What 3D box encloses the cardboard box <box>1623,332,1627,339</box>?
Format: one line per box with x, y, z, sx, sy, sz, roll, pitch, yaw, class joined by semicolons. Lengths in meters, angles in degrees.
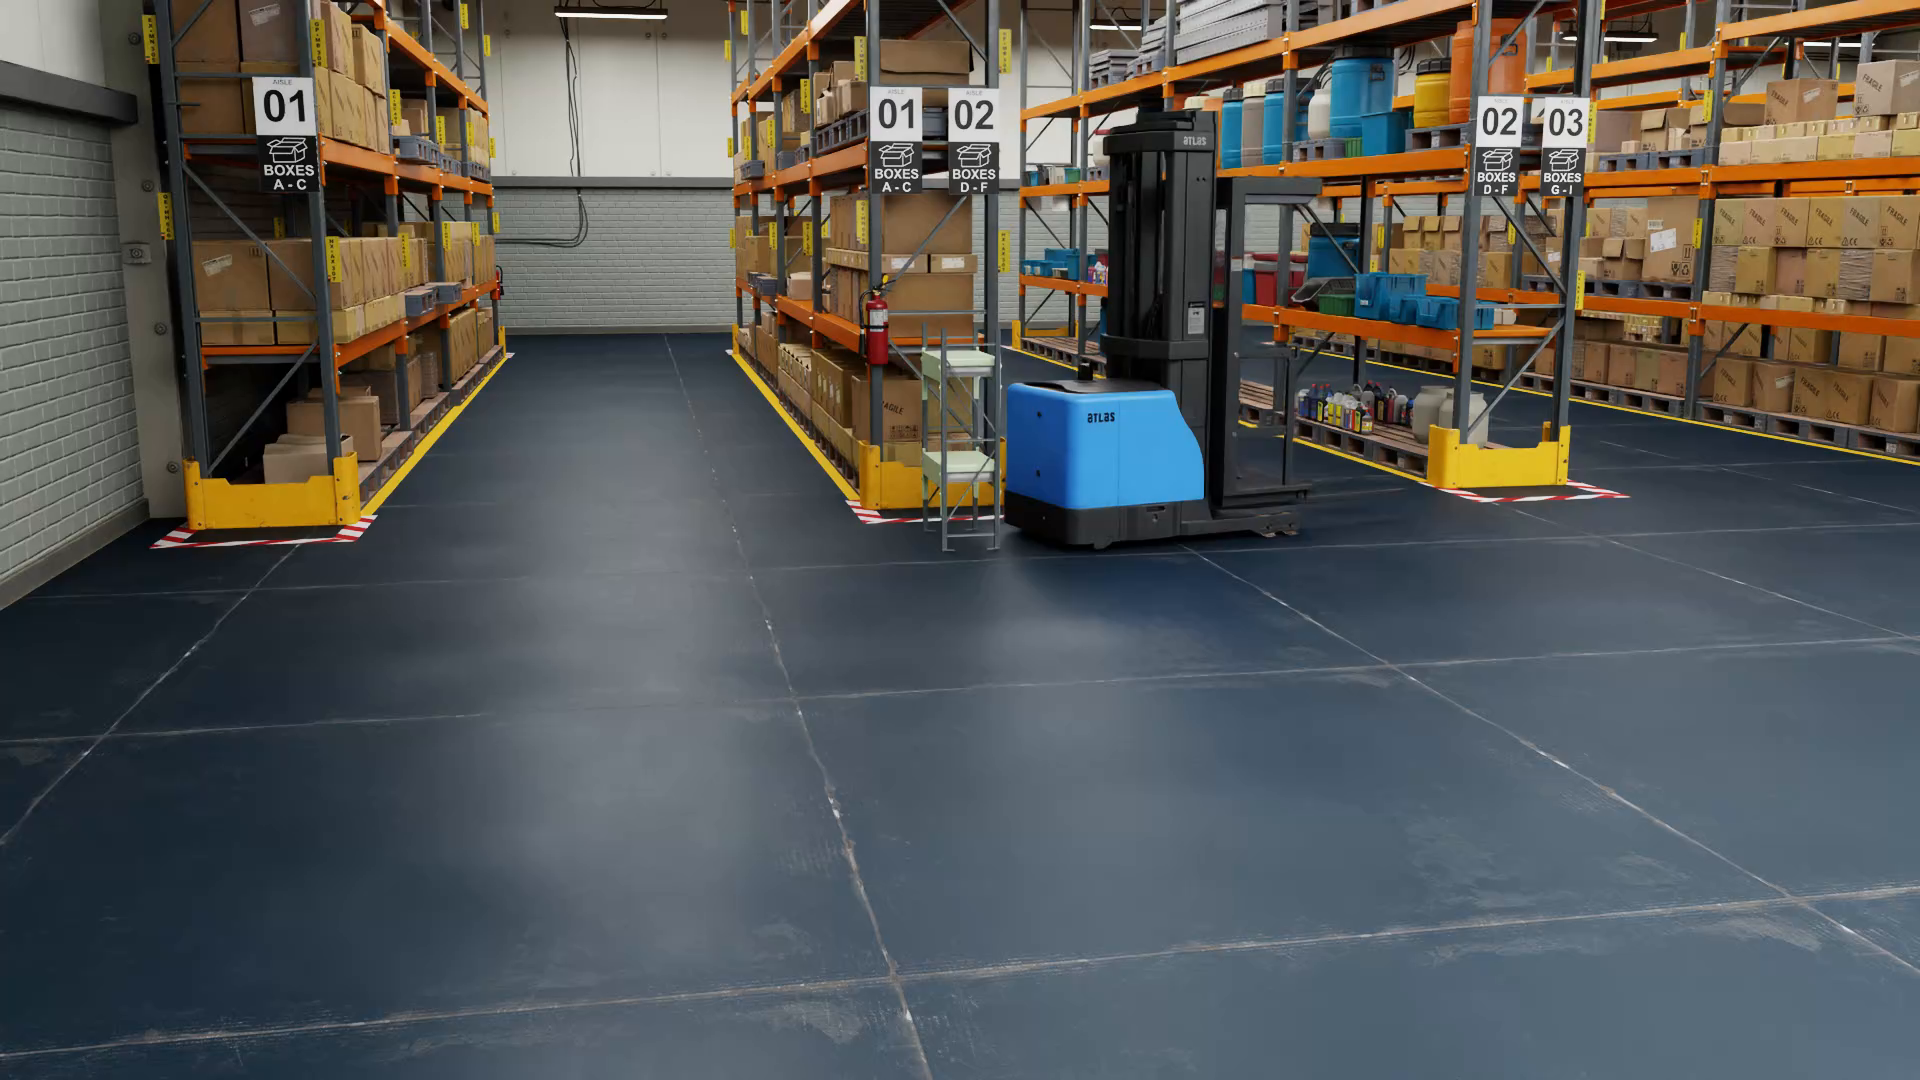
11.637;-3.502;28.575;0.380;0.149;0.250;-2;11;-12;cardboard box

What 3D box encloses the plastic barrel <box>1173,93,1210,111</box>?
2.990;-5.407;21.786;0.600;0.830;0.708;-2;11;-11;plastic barrel

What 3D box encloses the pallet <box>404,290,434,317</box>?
-5.848;-2.369;16.633;1.003;0.211;1.213;-2;11;-11;pallet

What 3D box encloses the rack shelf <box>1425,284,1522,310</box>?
7.567;-3.605;24.539;1.077;0.370;4.000;-2;11;-11;rack shelf

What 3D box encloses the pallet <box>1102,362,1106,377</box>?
2.670;-2.408;23.784;1.003;0.211;1.213;-2;11;-11;pallet

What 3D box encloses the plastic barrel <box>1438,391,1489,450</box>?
4.451;-1.046;14.703;0.421;0.512;0.421;0;11;0;plastic barrel

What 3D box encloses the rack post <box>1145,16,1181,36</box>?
2.850;-6.751;21.721;0.624;0.289;0.986;-2;11;-11;rack post

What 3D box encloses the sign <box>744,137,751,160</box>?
-3.070;-5.672;24.070;0.100;0.325;0.005;-2;11;-11;sign

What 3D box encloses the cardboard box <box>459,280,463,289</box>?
-6.885;-3.432;22.322;0.380;0.149;0.250;-2;11;-11;cardboard box

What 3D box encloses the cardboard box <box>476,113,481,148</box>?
-7.469;-6.134;24.885;0.500;0.500;0.500;-2;11;-11;cardboard box

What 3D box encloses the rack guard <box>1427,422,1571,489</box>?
4.593;-0.729;14.188;1.175;0.500;0.348;-2;11;-11;rack guard

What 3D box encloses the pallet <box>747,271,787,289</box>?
-2.491;-3.721;23.737;1.003;0.211;1.213;-2;11;-11;pallet

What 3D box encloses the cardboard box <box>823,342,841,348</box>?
-1.418;-2.276;20.363;0.500;0.311;0.500;-2;11;-10;cardboard box

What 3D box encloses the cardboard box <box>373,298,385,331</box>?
-5.152;-1.902;14.017;0.500;0.250;0.500;-2;11;-10;cardboard box

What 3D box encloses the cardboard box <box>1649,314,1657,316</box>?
12.033;-3.800;28.551;0.380;0.149;0.250;-2;11;-12;cardboard box

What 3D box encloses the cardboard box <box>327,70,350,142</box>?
-4.953;-3.287;12.599;0.500;0.500;0.500;-1;11;-7;cardboard box

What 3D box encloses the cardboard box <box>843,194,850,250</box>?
-0.695;-2.919;15.275;0.700;0.500;0.500;-2;11;-11;cardboard box

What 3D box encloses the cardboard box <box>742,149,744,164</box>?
-3.089;-5.874;25.578;0.500;0.250;0.500;-2;11;-11;cardboard box

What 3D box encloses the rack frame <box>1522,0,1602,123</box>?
7.956;-6.539;21.984;1.000;3.000;0.127;-2;11;-11;rack frame

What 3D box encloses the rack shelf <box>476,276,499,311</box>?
-7.787;-3.798;25.555;1.077;0.370;4.000;-2;11;-11;rack shelf

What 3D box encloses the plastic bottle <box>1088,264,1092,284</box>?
1.973;-4.005;25.029;0.061;0.283;0.133;-2;11;-11;plastic bottle

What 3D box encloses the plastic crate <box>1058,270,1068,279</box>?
1.839;-4.235;26.500;0.437;0.125;0.590;-2;11;-11;plastic crate

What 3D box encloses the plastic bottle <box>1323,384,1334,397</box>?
3.767;-1.435;17.121;0.144;0.351;0.185;-2;11;-11;plastic bottle

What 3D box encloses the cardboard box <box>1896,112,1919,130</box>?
8.984;-3.903;15.493;0.380;0.149;0.250;-2;11;-11;cardboard box

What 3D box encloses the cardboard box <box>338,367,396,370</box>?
-6.151;-1.533;17.238;0.700;0.500;0.500;-2;11;-12;cardboard box

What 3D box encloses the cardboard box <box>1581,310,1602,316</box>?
11.323;-4.020;29.704;0.380;0.149;0.250;-2;11;-9;cardboard box

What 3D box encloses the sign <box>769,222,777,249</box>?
-2.292;-3.741;20.442;0.100;0.325;0.005;-2;11;-11;sign

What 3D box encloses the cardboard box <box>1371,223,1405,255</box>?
6.827;-4.841;26.707;0.500;0.500;0.500;-2;11;-9;cardboard box

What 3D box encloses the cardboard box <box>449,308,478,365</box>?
-7.144;-2.821;23.120;0.750;0.750;0.750;-2;11;-10;cardboard box

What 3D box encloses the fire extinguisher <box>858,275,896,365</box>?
-0.638;-1.688;12.751;0.296;0.674;0.183;-2;11;-11;fire extinguisher

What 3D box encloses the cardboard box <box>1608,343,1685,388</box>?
8.452;-2.150;20.481;0.700;0.500;0.500;-3;11;-16;cardboard box

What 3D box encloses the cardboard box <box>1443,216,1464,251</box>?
7.569;-4.511;24.423;0.797;0.503;0.637;-2;11;-9;cardboard box

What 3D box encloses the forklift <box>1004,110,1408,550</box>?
1.874;-1.541;11.954;3.031;2.935;1.130;-5;12;-25;forklift

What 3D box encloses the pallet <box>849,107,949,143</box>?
-0.318;-3.326;13.361;1.003;0.211;1.213;-2;11;-11;pallet

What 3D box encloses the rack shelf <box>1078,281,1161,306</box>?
2.709;-3.425;23.593;1.077;0.370;4.000;-2;11;-11;rack shelf

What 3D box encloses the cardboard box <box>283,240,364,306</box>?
-4.948;-2.078;12.934;0.500;0.500;0.500;-2;11;-11;cardboard box

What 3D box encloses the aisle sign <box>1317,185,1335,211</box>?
6.681;-6.360;30.137;0.394;0.787;0.004;-2;11;-11;aisle sign

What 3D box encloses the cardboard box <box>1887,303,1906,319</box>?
9.074;-2.182;15.811;0.380;0.149;0.250;-2;11;-11;cardboard box

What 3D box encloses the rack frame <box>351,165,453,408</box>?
-6.620;-3.051;19.706;1.000;3.000;0.127;-2;11;-11;rack frame

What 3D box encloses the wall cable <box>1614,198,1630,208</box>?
15.001;-6.967;37.478;0.585;1.953;0.123;-2;11;-11;wall cable

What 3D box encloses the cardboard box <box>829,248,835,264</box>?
-1.072;-2.764;16.194;0.380;0.149;0.250;-2;11;-10;cardboard box

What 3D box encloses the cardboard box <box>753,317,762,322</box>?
-2.910;-3.300;26.512;0.797;0.503;0.637;-2;11;-11;cardboard box

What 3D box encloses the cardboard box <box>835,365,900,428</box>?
-0.811;-1.259;14.515;0.500;0.500;0.500;-2;11;-11;cardboard box

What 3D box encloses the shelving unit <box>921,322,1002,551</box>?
0.001;-0.736;11.550;0.431;1.500;0.755;-2;11;-11;shelving unit

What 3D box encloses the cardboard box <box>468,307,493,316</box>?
-7.738;-3.674;26.804;0.380;0.149;0.250;-2;11;-12;cardboard box

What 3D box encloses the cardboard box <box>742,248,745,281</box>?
-3.194;-4.379;26.415;0.500;0.500;0.500;-2;11;-10;cardboard box

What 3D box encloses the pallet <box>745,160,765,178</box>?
-2.277;-5.035;22.607;1.213;0.211;1.003;-2;11;-11;pallet

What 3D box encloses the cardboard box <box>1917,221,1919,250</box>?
9.163;-2.903;15.188;0.500;0.500;0.500;-2;11;-11;cardboard box

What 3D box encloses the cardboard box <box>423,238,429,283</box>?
-6.519;-3.231;19.204;0.700;0.500;0.500;-3;11;-18;cardboard box

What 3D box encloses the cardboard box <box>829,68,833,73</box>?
-1.065;-4.588;17.027;0.500;0.500;0.500;-2;11;-10;cardboard box

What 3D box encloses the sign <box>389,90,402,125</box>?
-5.311;-4.066;15.633;0.100;0.325;0.005;-2;11;-11;sign

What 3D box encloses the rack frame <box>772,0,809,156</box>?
-1.762;-6.179;20.095;1.000;3.000;0.127;-2;11;-11;rack frame

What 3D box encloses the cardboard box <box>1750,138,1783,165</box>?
8.678;-4.069;17.433;0.500;0.250;0.500;-2;11;-12;cardboard box

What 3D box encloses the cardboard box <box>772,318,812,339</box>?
-2.189;-2.762;21.688;0.500;0.250;0.500;-2;11;-9;cardboard box

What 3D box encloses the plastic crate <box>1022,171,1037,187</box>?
1.343;-6.207;28.615;0.497;0.269;0.590;-2;11;-11;plastic crate

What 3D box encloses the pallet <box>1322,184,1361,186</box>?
6.555;-6.353;29.269;1.003;0.211;1.213;-2;11;-11;pallet
